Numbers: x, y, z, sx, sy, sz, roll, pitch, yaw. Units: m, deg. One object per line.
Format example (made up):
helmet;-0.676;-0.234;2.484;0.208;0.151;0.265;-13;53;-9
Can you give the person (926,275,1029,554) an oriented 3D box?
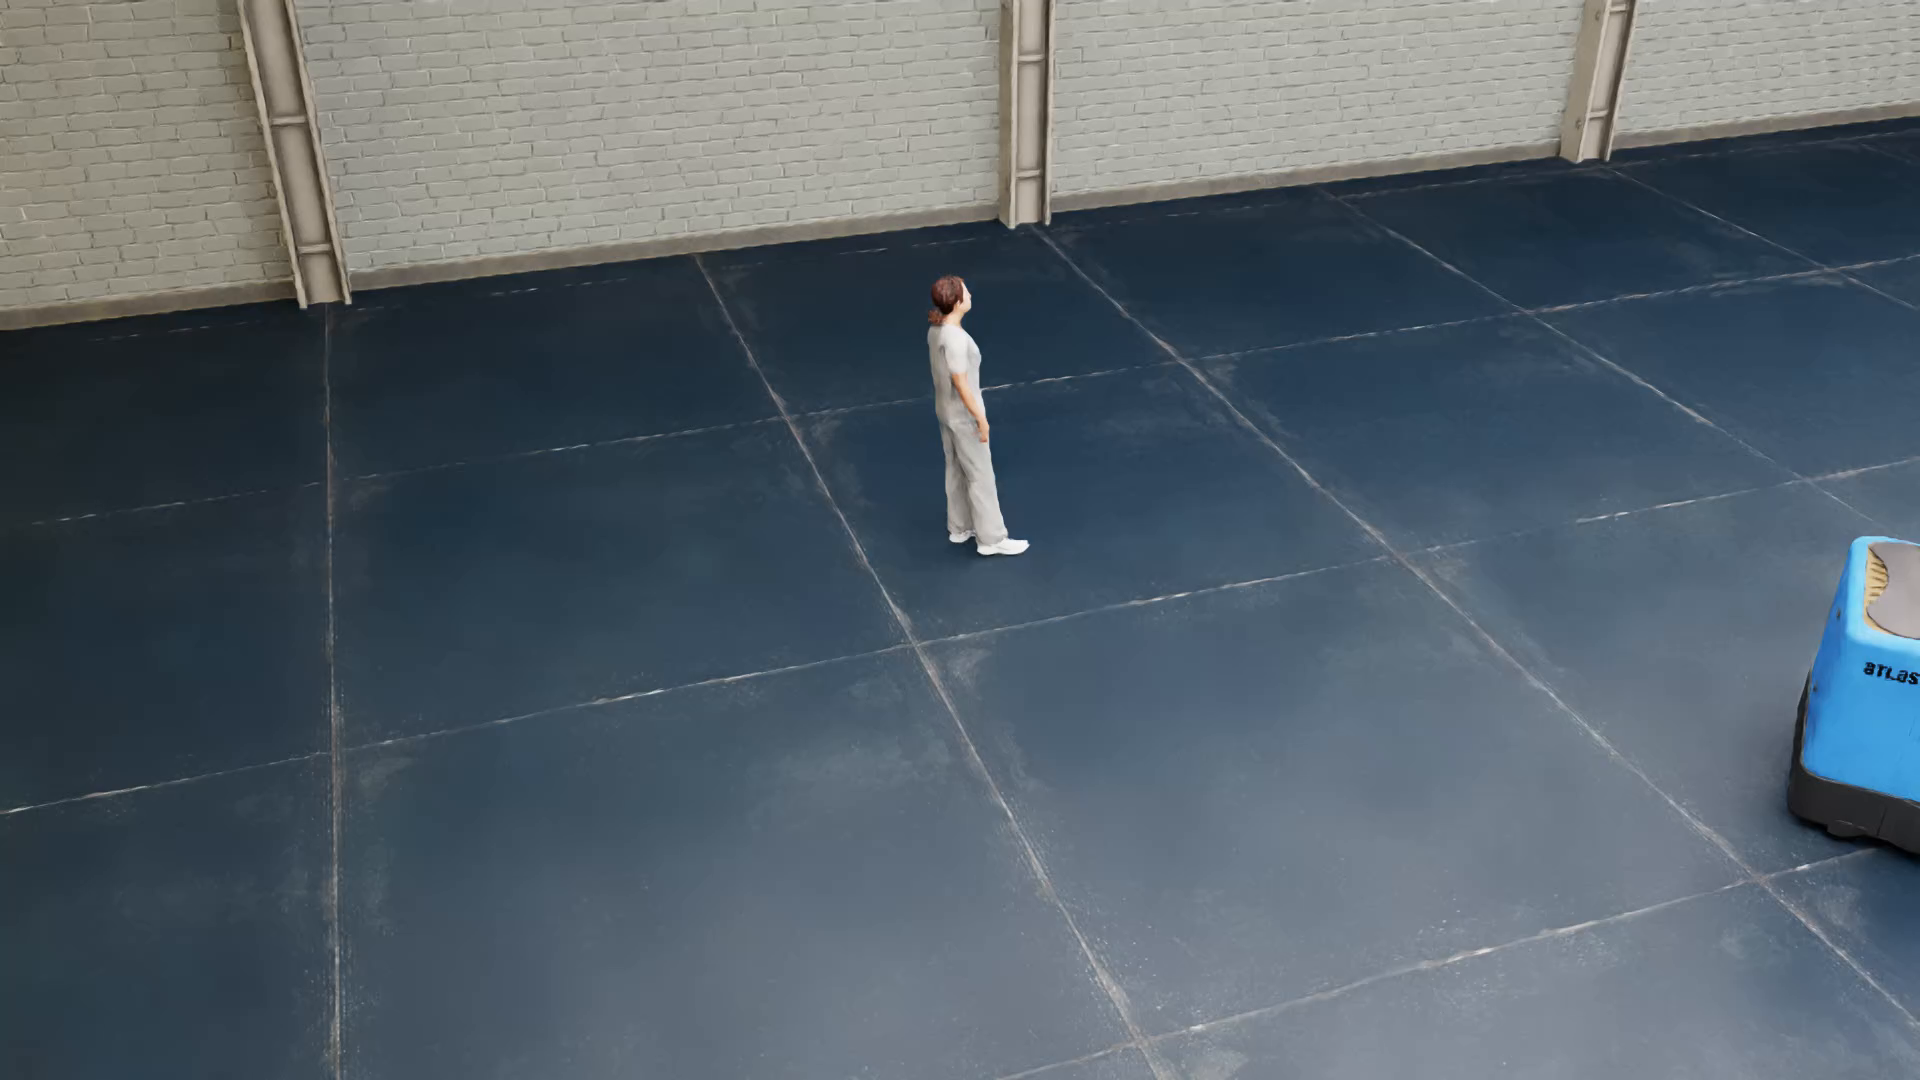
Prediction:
person;0.074;-0.738;9.614;0.548;1.674;0.550;-10;31;-16

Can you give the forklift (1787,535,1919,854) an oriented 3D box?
forklift;5.401;0.165;6.799;3.031;2.935;1.130;14;33;23
